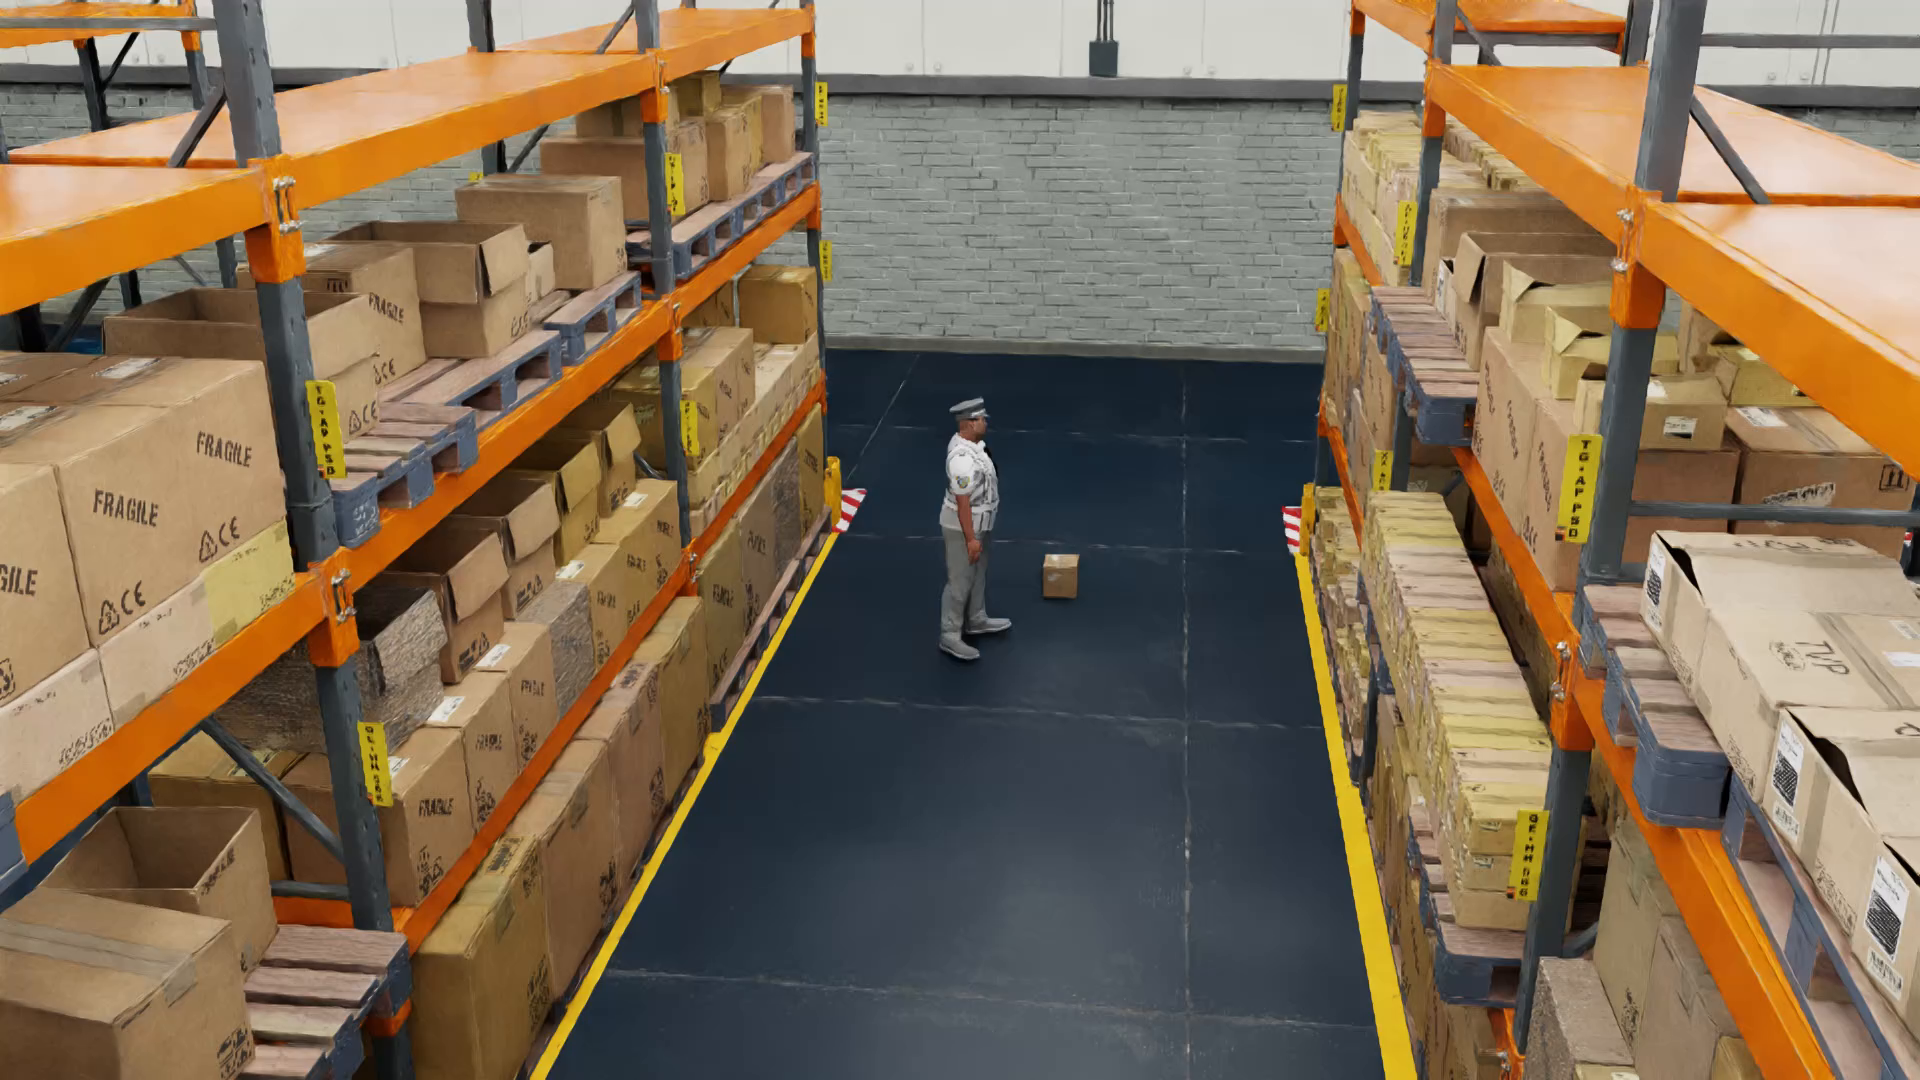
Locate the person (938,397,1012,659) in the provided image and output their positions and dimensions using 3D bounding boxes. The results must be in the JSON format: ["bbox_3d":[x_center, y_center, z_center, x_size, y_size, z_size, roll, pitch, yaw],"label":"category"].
[{"bbox_3d":[0.101,-0.106,11.286,0.487,1.762,0.614,2,21,6],"label":"person"}]
